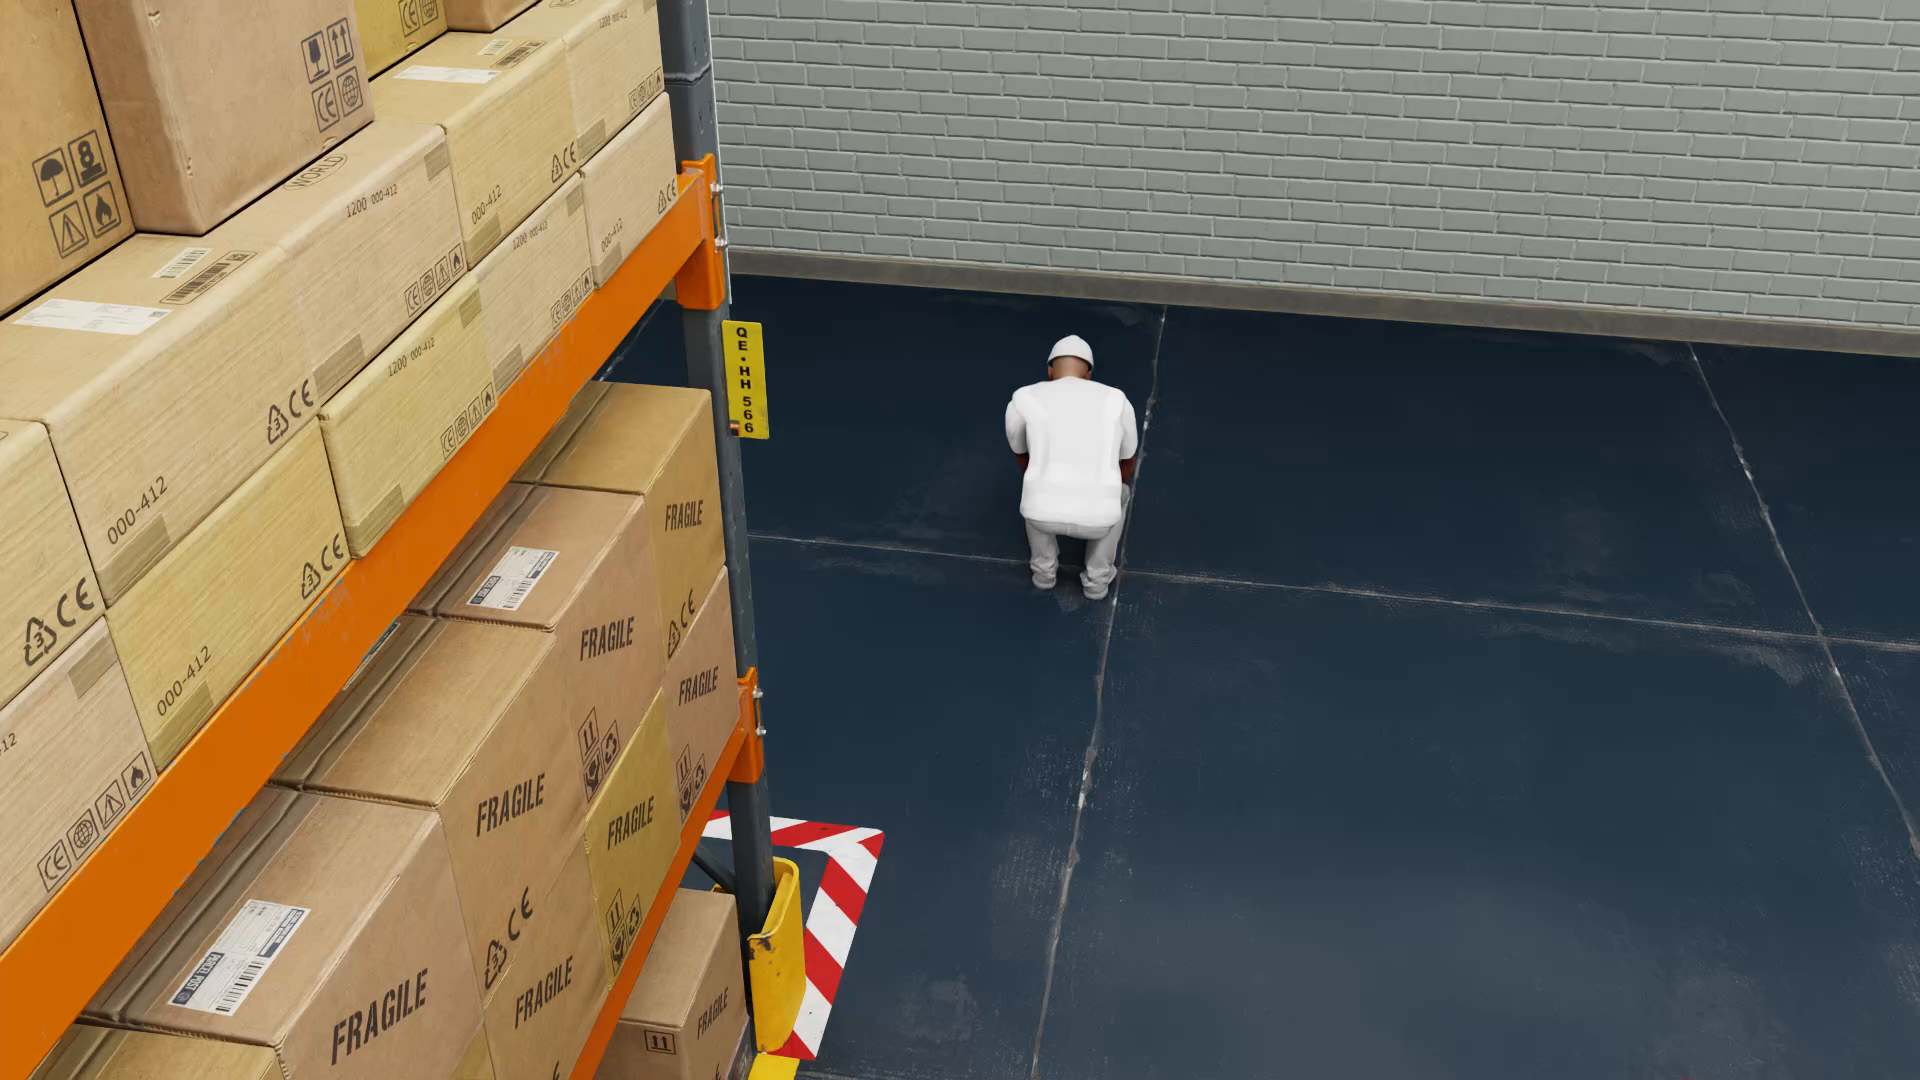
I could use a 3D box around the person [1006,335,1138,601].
[{"bbox_3d":[0.475,-0.312,7.328,0.583,1.008,0.900,5,33,8],"label":"person"}]
